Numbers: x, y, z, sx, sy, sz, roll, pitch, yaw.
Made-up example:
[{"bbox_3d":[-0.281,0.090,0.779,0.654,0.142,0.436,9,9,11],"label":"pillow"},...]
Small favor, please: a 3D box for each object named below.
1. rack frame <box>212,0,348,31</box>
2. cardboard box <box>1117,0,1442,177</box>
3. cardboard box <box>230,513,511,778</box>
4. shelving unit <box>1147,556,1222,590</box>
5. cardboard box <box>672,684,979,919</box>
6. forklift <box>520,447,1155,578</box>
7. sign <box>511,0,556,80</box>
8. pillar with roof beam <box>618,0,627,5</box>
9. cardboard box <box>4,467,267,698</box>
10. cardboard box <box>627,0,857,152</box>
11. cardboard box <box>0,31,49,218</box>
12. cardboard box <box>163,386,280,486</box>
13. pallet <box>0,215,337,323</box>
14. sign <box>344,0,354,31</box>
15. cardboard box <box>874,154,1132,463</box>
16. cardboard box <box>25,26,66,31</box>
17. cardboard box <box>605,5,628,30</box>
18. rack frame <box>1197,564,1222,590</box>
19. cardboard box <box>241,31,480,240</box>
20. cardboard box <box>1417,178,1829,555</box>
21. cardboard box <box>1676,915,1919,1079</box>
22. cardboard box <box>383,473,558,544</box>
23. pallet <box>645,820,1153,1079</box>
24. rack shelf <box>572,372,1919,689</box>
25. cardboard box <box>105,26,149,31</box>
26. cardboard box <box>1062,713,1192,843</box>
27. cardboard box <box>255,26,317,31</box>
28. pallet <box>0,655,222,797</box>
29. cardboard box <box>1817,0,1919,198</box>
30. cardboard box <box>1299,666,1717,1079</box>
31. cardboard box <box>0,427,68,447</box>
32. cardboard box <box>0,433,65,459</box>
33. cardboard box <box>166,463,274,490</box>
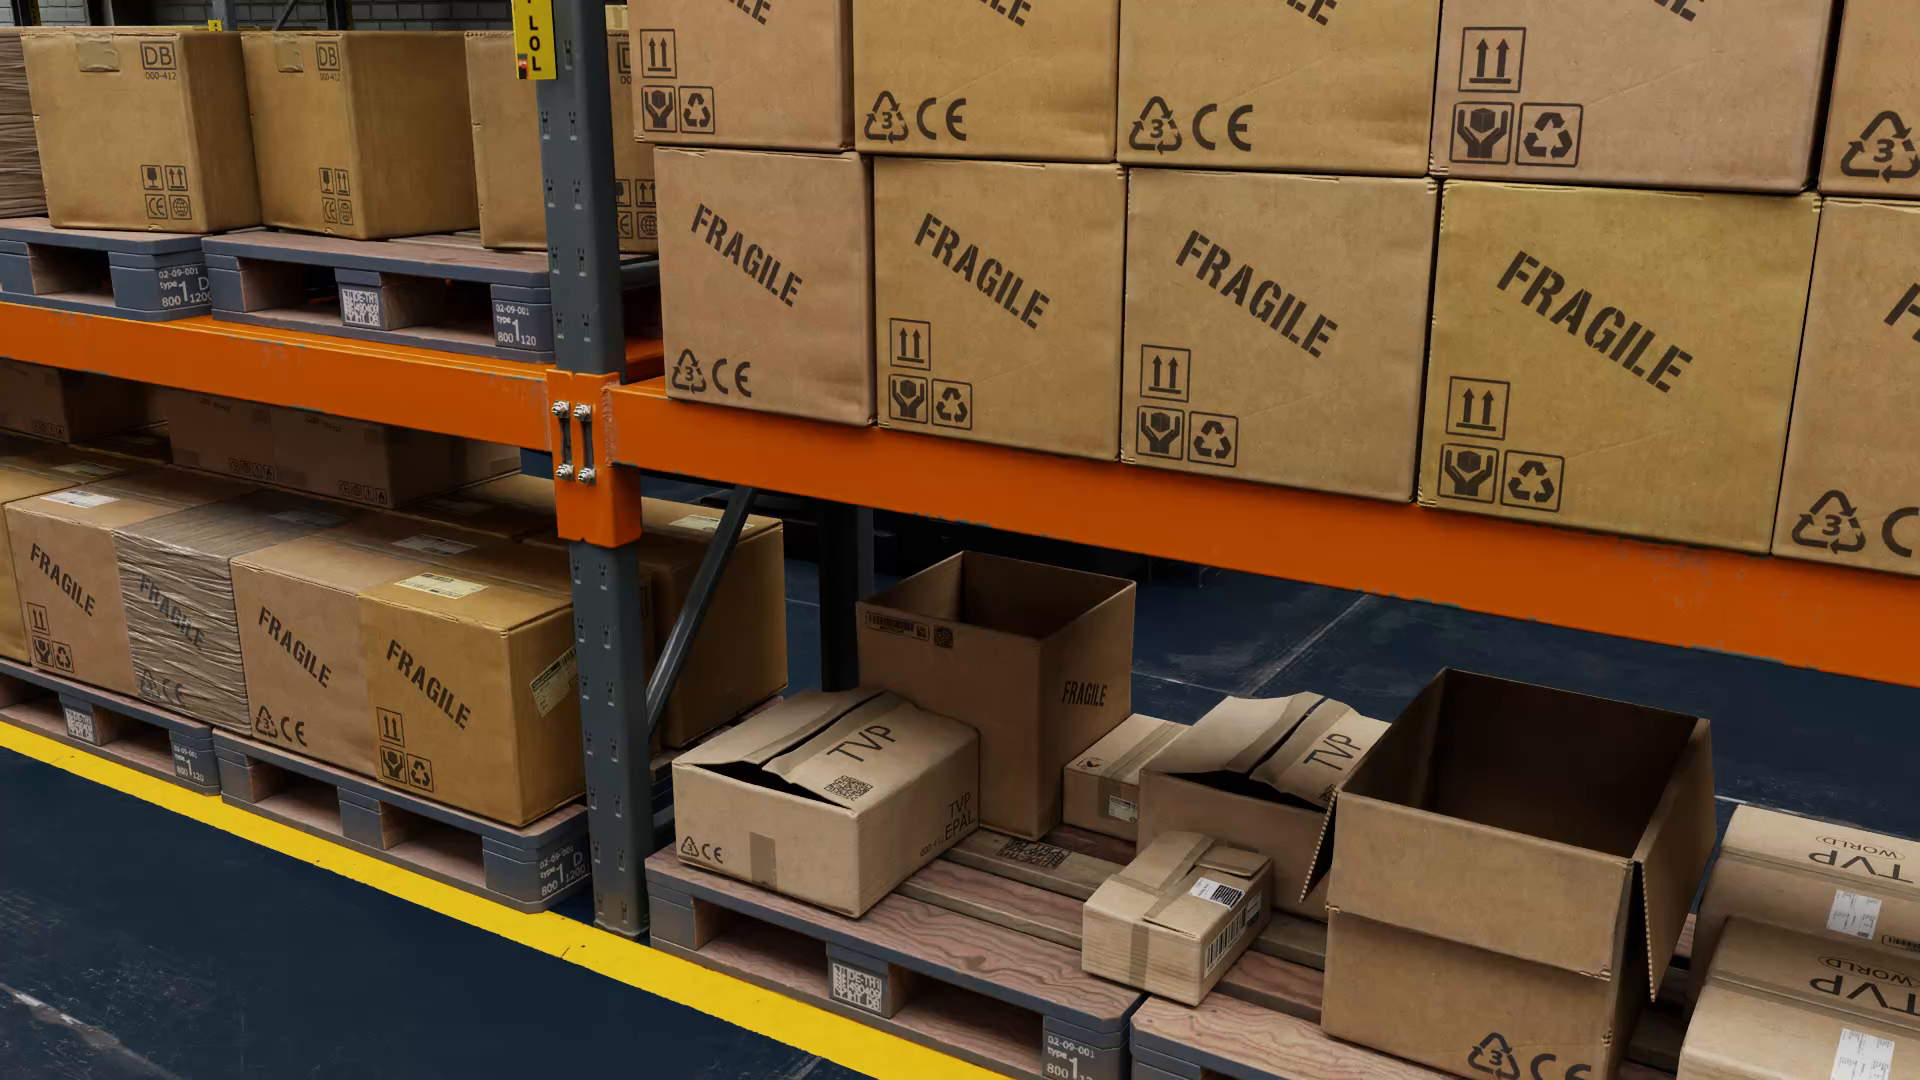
[{"bbox_3d":[-4.769,-3.087,11.881,0.127,3.000,1.000,10,20,30],"label":"rack frame"},{"bbox_3d":[0.590,-0.870,2.694,0.500,0.500,0.500,9,19,28],"label":"cardboard box"},{"bbox_3d":[-1.529,0.262,4.402,0.500,0.500,0.500,10,20,30],"label":"cardboard box"},{"bbox_3d":[0.867,-0.289,6.285,0.210,0.900,0.258,9,19,28],"label":"shelving unit"},{"bbox_3d":[-0.297,0.551,3.775,0.500,0.311,0.500,10,20,30],"label":"cardboard box"},{"bbox_3d":[-0.548,-1.492,6.751,3.031,2.935,1.130,9,19,28],"label":"forklift"},{"bbox_3d":[-0.829,-1.058,3.212,0.005,0.325,0.100,10,20,30],"label":"sign"},{"bbox_3d":[-4.269,-4.694,6.853,0.400,9.000,9.100,10,20,30],"label":"pillar with roof beam"},{"bbox_3d":[-2.390,0.109,4.906,0.500,0.500,0.500,9,19,28],"label":"cardboard box"},{"bbox_3d":[-0.287,-1.027,3.209,0.500,0.500,0.500,11,20,31],"label":"cardboard box"},{"bbox_3d":[-2.675,-1.245,4.925,0.500,0.500,0.700,15,22,40],"label":"cardboard box"},{"bbox_3d":[-2.106,-0.378,5.217,0.500,0.250,0.500,10,19,29],"label":"cardboard box"},{"bbox_3d":[-2.290,-0.864,4.895,1.213,0.211,1.003,10,20,30],"label":"pallet"},{"bbox_3d":[-4.482,-3.779,12.167,0.005,0.325,0.100,10,20,30],"label":"sign"},{"bbox_3d":[0.188,-0.468,3.089,0.500,0.500,0.500,11,20,31],"label":"cardboard box"},{"bbox_3d":[-6.629,-3.611,12.542,0.500,0.500,0.500,11,20,32],"label":"cardboard box"},{"bbox_3d":[-1.952,-3.137,10.003,0.250,0.149,0.380,7,18,21],"label":"cardboard box"},{"bbox_3d":[0.955,-0.275,6.237,0.006,0.900,0.240,9,19,28],"label":"rack frame"},{"bbox_3d":[-1.447,-1.107,4.471,0.500,0.500,0.700,14,22,39],"label":"cardboard box"},{"bbox_3d":[1.047,-0.314,2.583,0.500,0.500,0.500,10,19,29],"label":"cardboard box"},{"bbox_3d":[1.481,0.898,2.739,0.500,0.250,0.500,10,20,30],"label":"cardboard box"},{"bbox_3d":[-1.287,0.131,4.833,0.500,0.500,0.500,10,20,31],"label":"cardboard box"},{"bbox_3d":[0.043,0.797,3.895,1.213,0.211,1.003,10,20,30],"label":"pallet"},{"bbox_3d":[1.163,0.006,2.938,4.000,0.370,1.077,10,20,30],"label":"rack shelf"},{"bbox_3d":[-5.762,-3.453,12.021,0.500,0.500,0.500,10,20,30],"label":"cardboard box"},{"bbox_3d":[0.443,0.570,3.992,0.250,0.149,0.380,10,20,30],"label":"cardboard box"},{"bbox_3d":[-5.060,-3.506,12.197,0.500,0.500,0.500,10,19,29],"label":"cardboard box"},{"bbox_3d":[-2.298,0.392,5.226,1.213,0.211,1.003,10,20,30],"label":"pallet"},{"bbox_3d":[1.469,-0.714,2.178,0.500,0.500,0.500,11,20,32],"label":"cardboard box"},{"bbox_3d":[1.062,0.626,3.197,0.637,0.503,0.797,10,20,30],"label":"cardboard box"},{"bbox_3d":[-3.030,-0.181,5.860,0.500,0.500,0.500,11,20,32],"label":"cardboard box"},{"bbox_3d":[-3.263,-0.047,5.418,0.500,0.500,0.500,9,19,28],"label":"cardboard box"},{"bbox_3d":[-2.139,-0.024,5.343,0.500,0.500,0.500,9,19,28],"label":"cardboard box"}]
